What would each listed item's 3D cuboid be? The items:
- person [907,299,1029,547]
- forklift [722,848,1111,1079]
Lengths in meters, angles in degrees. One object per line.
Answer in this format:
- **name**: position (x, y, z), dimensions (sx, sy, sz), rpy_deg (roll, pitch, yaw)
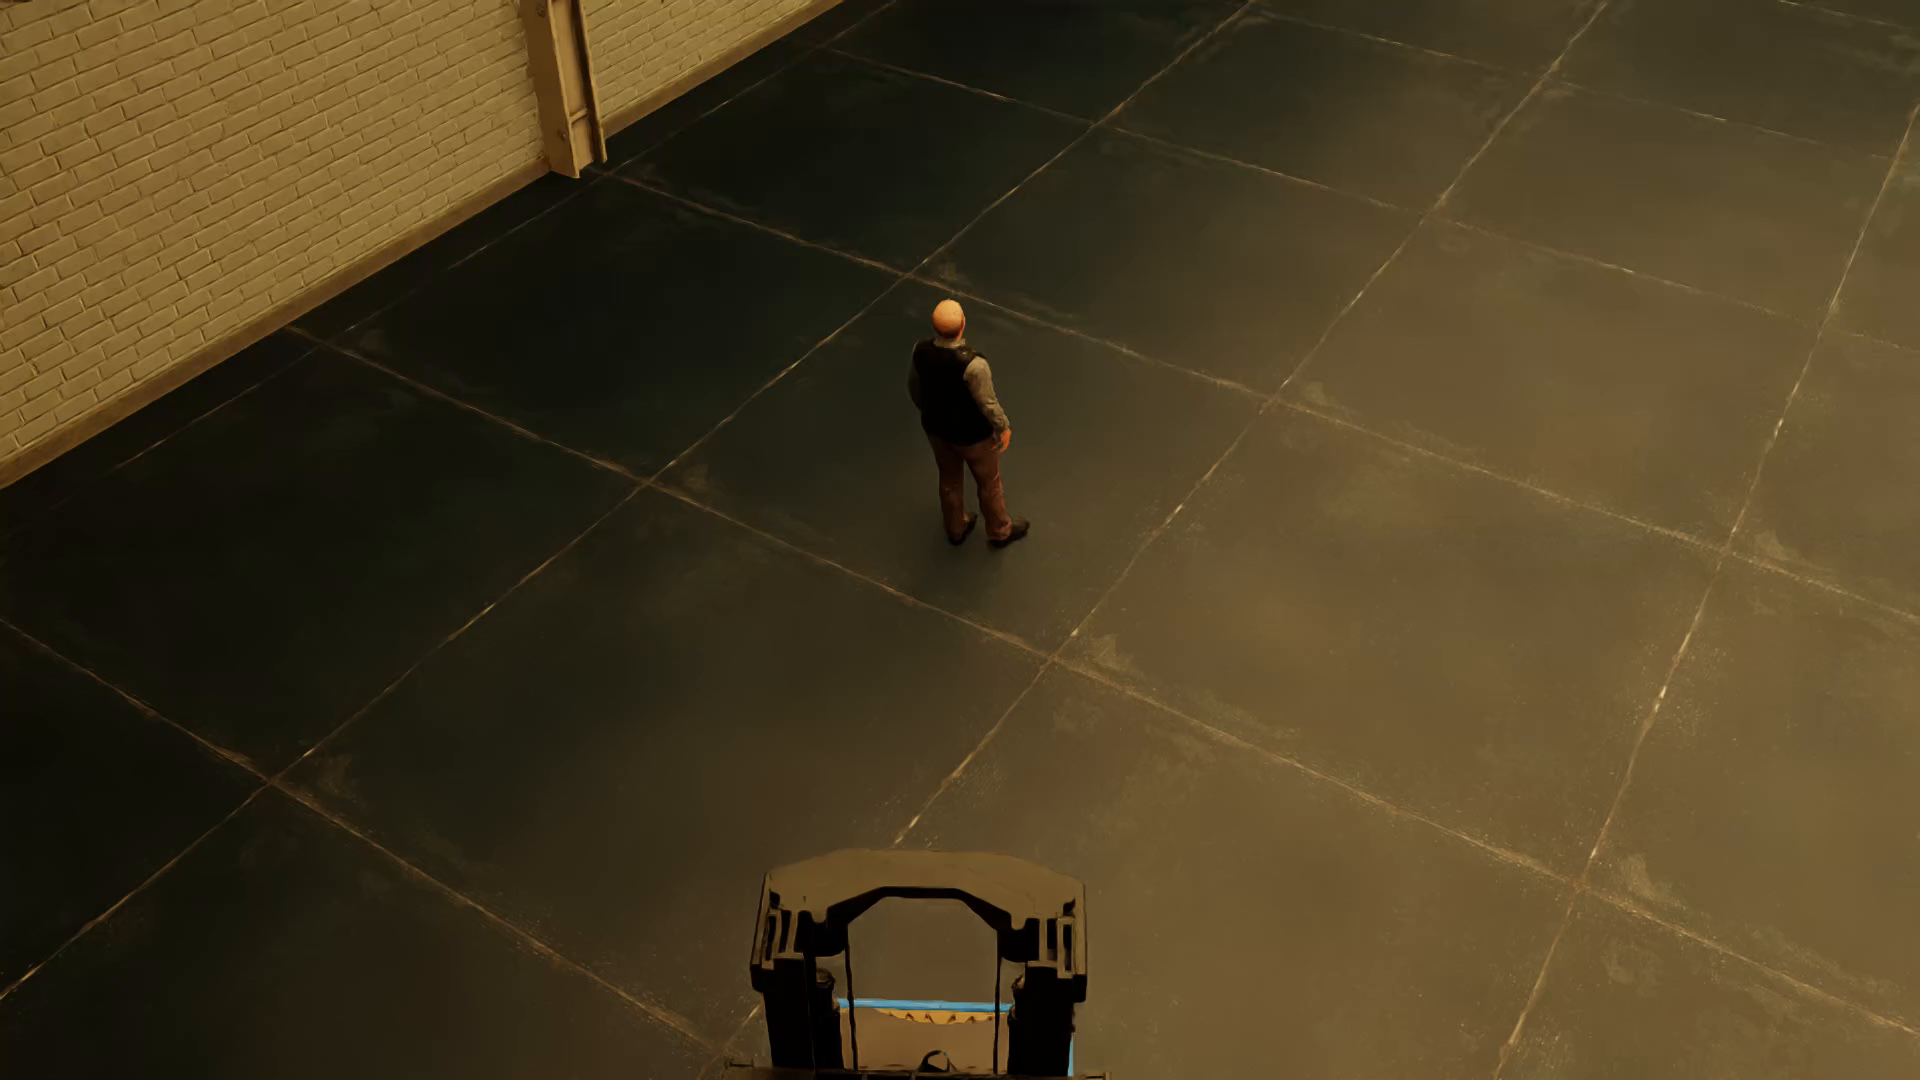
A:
- **person**: position (0.040, -0.693, 9.710), dimensions (0.632, 1.720, 0.567), rpy_deg (22, 45, 24)
- **forklift**: position (-0.131, 2.447, 5.079), dimensions (1.130, 2.935, 3.031), rpy_deg (1, 40, 2)
